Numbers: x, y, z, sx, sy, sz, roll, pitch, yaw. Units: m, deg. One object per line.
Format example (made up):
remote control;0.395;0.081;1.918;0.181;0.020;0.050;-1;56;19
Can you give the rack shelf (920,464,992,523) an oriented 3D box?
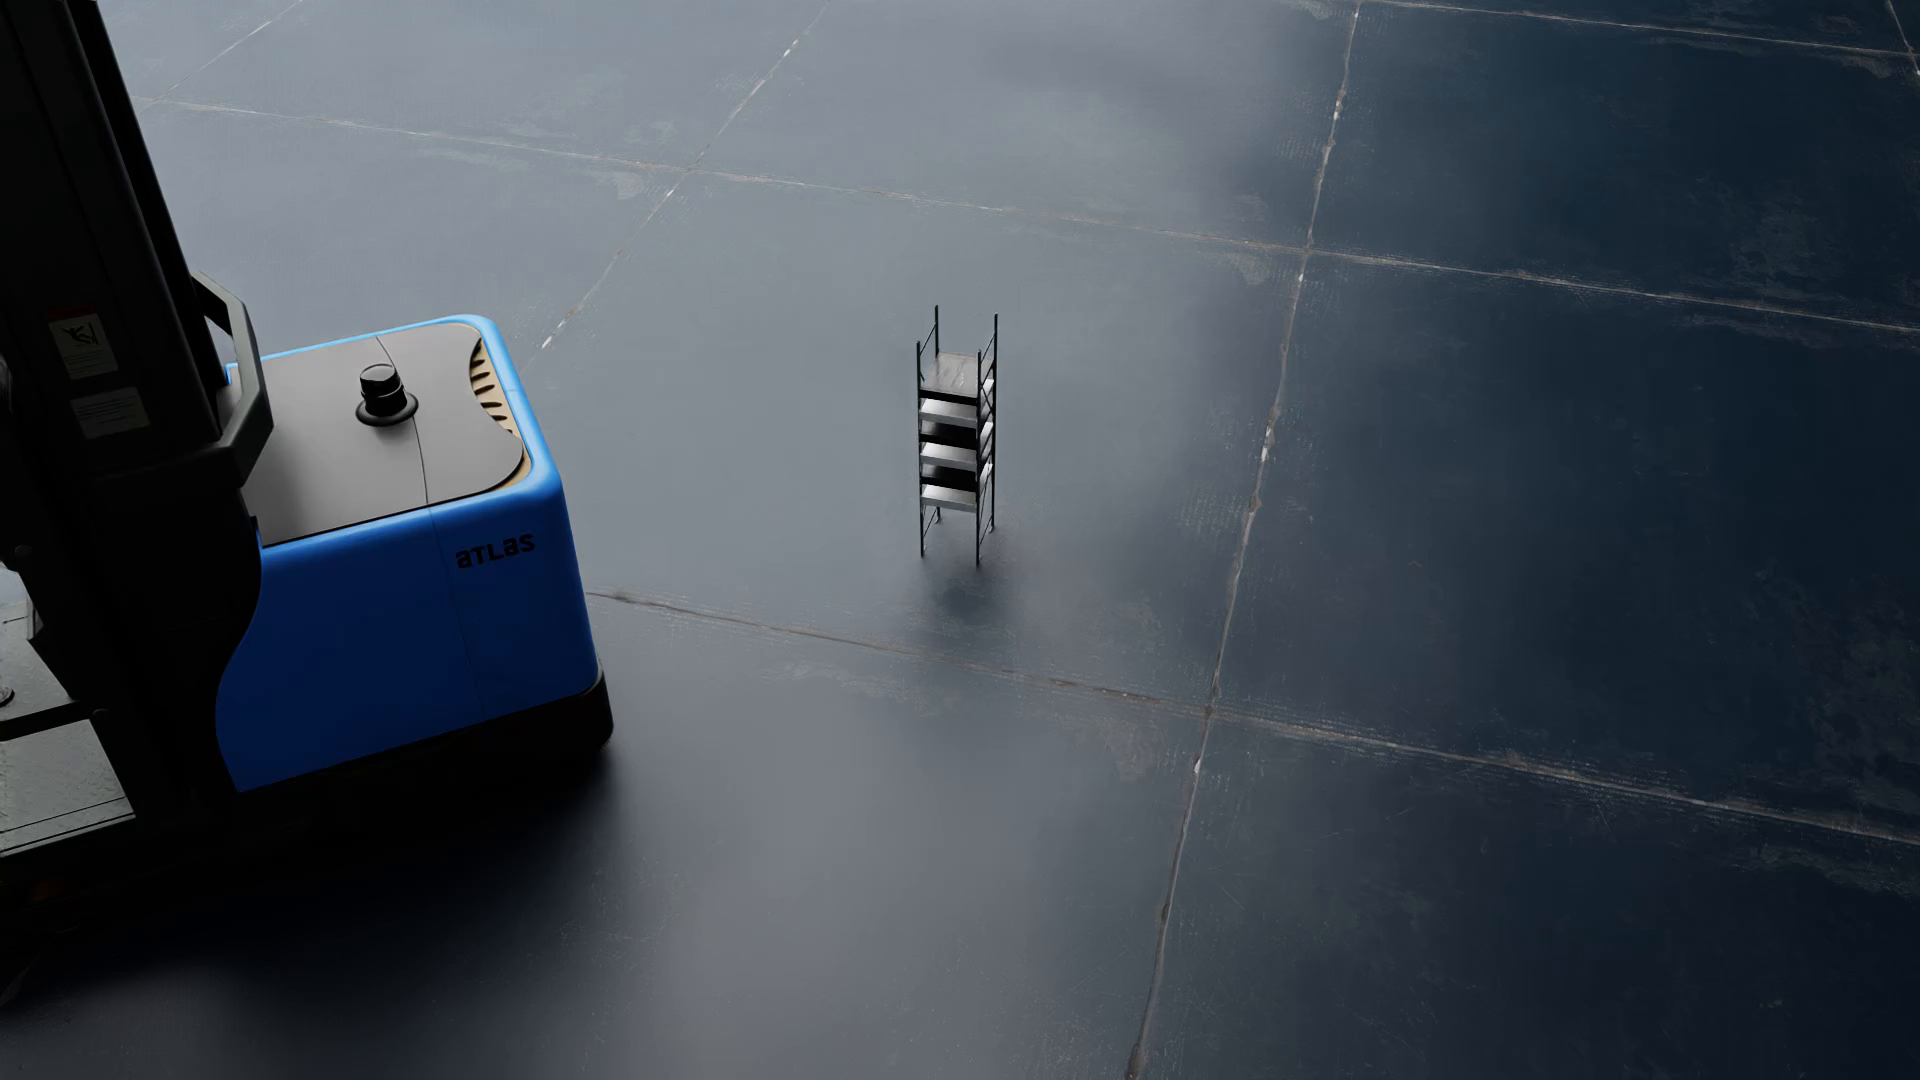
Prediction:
rack shelf;-0.008;-0.183;5.832;0.200;0.077;0.258;10;41;11

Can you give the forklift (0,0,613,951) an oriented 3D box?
forklift;-2.642;-0.358;4.129;3.031;2.935;1.130;-16;43;-18

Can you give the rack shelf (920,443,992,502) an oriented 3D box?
rack shelf;-0.008;-0.252;5.774;0.200;0.077;0.258;10;41;11

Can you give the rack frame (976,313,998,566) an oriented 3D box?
rack frame;0.090;-0.329;5.675;0.006;0.900;0.240;10;41;11

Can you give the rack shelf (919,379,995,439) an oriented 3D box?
rack shelf;-0.008;-0.458;5.600;0.200;0.077;0.258;10;41;11

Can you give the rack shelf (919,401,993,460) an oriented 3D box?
rack shelf;-0.008;-0.389;5.658;0.200;0.077;0.258;10;41;11

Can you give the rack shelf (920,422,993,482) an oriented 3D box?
rack shelf;-0.008;-0.320;5.716;0.200;0.077;0.258;10;41;11

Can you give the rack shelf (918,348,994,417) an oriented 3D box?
rack shelf;-0.008;-0.527;5.543;0.200;0.077;0.258;10;41;11

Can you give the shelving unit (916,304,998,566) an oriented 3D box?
shelving unit;-0.008;-0.346;5.695;0.210;0.900;0.258;10;41;11

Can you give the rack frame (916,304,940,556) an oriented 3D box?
rack frame;-0.106;-0.363;5.715;0.006;0.900;0.240;10;41;11
